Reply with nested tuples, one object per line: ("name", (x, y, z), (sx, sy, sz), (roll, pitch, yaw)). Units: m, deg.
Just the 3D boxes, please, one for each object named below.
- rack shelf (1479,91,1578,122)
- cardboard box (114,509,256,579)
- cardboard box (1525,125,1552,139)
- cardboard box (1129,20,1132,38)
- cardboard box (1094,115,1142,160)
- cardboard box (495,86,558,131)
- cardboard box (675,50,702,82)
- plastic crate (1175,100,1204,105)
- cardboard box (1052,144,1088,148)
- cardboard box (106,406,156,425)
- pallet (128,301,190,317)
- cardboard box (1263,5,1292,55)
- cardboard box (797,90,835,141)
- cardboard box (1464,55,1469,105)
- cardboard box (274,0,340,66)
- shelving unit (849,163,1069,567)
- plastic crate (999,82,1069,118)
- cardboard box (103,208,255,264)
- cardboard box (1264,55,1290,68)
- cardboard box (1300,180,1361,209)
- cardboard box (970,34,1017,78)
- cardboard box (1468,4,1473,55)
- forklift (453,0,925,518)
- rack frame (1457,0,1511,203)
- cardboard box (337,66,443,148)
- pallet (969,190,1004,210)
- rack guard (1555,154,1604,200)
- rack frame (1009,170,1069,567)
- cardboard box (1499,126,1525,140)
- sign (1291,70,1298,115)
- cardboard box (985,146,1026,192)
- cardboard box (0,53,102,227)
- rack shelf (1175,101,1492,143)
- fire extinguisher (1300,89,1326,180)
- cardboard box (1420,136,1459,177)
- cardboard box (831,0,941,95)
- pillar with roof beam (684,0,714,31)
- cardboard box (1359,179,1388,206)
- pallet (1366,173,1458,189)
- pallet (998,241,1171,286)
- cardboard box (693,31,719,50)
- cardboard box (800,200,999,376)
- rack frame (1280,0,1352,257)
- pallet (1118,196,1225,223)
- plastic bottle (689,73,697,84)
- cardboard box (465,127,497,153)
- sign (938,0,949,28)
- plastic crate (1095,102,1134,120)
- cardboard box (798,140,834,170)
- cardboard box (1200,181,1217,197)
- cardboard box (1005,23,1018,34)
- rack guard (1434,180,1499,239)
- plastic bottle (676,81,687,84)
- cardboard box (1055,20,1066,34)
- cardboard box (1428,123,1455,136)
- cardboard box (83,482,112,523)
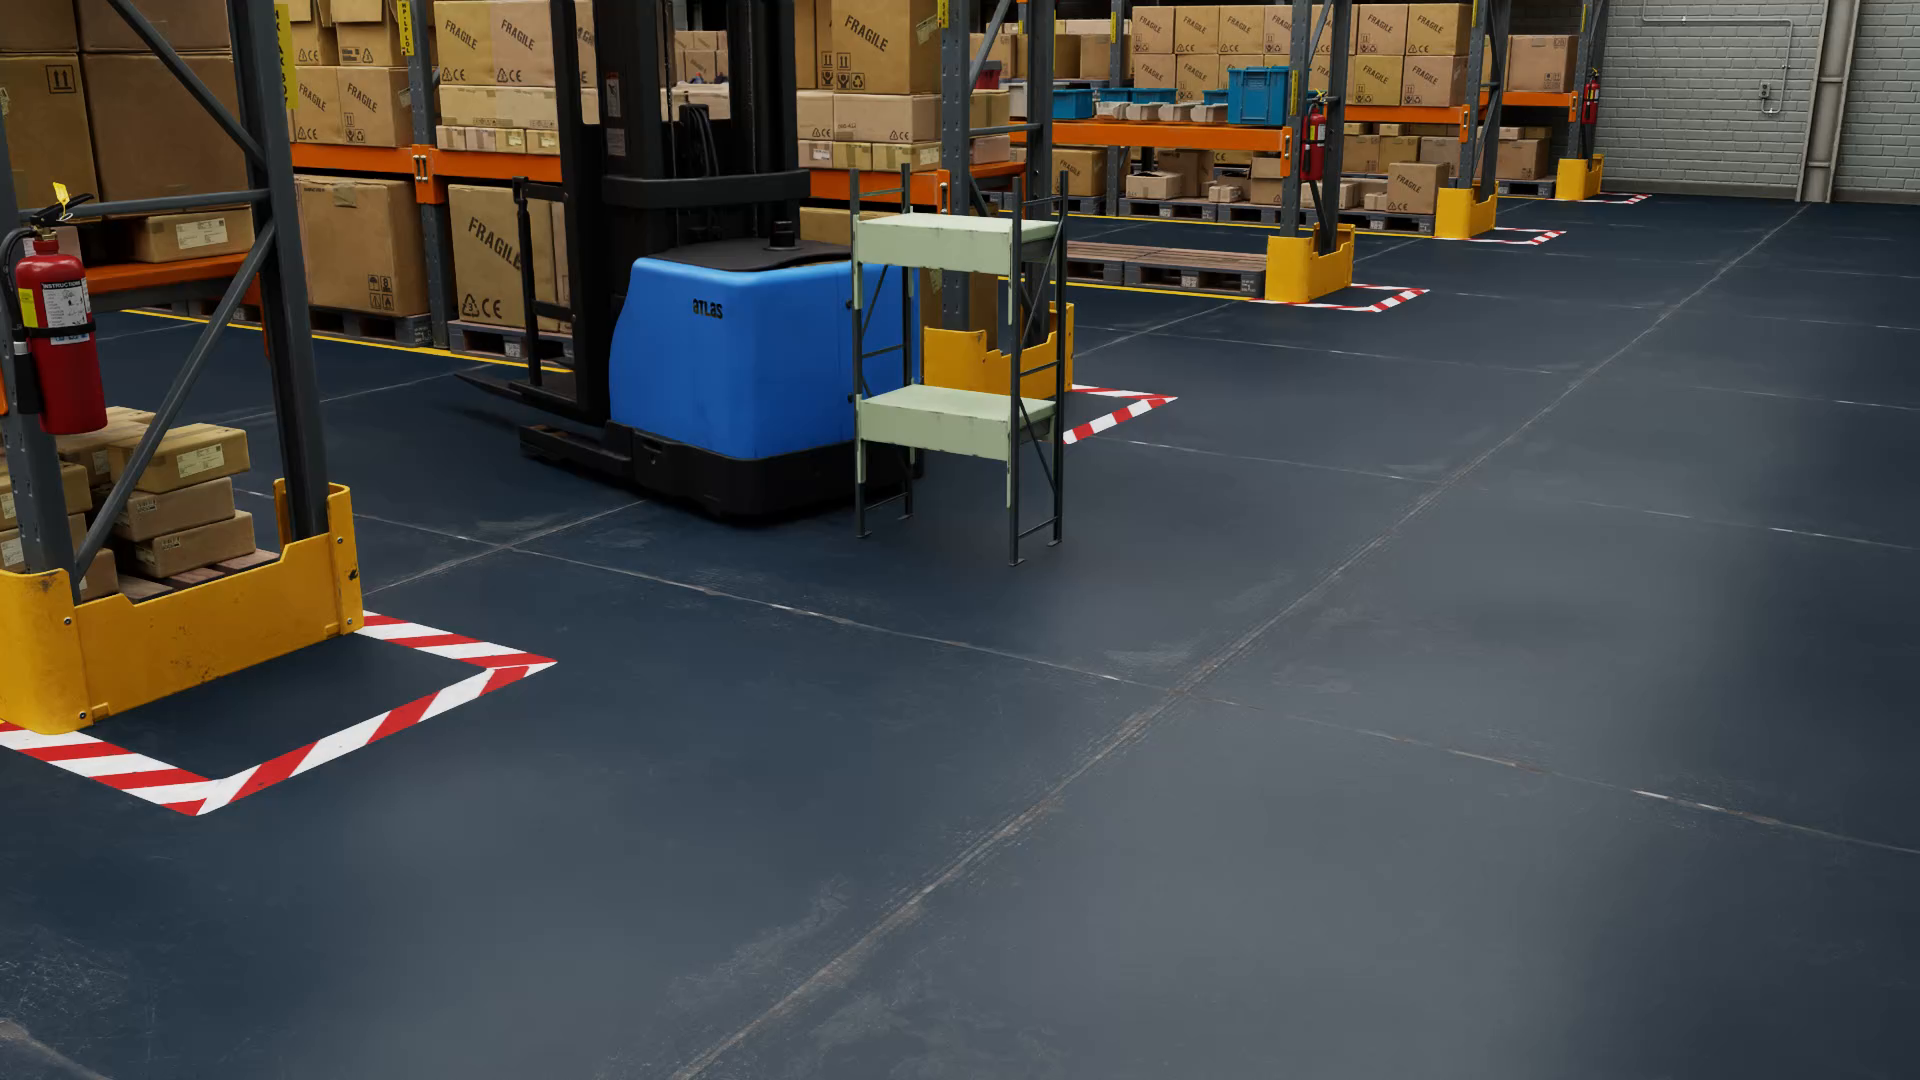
("rack shelf", (6.286, -5.858, 22.242), (4.000, 0.370, 1.077), (10, 20, 30))
("cardboard box", (-2.748, 0.000, 5.904), (0.250, 0.149, 0.380), (11, 20, 31))
("cardboard box", (7.552, -5.325, 21.714), (0.250, 0.149, 0.380), (10, 20, 30))
("cardboard box", (2.750, -7.308, 23.769), (0.500, 0.250, 0.500), (10, 19, 29))
("cardboard box", (2.474, -6.008, 24.475), (0.750, 0.750, 0.750), (10, 20, 30))
("cardboard box", (-2.511, -2.683, 10.300), (0.500, 0.250, 0.500), (10, 20, 30))
("cardboard box", (-3.730, -6.342, 22.428), (0.500, 0.500, 0.500), (12, 21, 34))
("plastic crate", (1.959, -3.638, 14.048), (0.298, 0.136, 0.250), (10, 20, 30))
("cardboard box", (1.247, -4.506, 20.097), (0.500, 0.500, 0.500), (10, 20, 31))
("cardboard box", (-3.183, -0.372, 6.104), (0.250, 0.149, 0.380), (10, 20, 30))
("pallet", (-5.971, -1.961, 12.975), (1.213, 0.211, 1.003), (10, 20, 30))
("cardboard box", (3.565, -5.429, 17.700), (0.500, 0.500, 0.500), (11, 20, 32))
("cardboard box", (-0.771, -2.373, 9.280), (0.500, 0.250, 0.500), (10, 19, 29))
("cardboard box", (5.161, -4.851, 17.518), (0.500, 0.500, 0.500), (11, 20, 31))
("cardboard box", (-4.323, -3.556, 11.529), (0.637, 0.503, 0.797), (10, 20, 31))
("shelving unit", (-0.006, -0.719, 6.667), (0.755, 1.500, 0.431), (10, 20, 30))
("plastic crate", (0.602, -3.747, 14.155), (0.530, 0.282, 0.437), (10, 20, 30))
("cardboard box", (-2.573, -1.015, 5.493), (0.250, 0.149, 0.380), (10, 20, 30))
("cardboard box", (3.581, -4.951, 17.847), (0.500, 0.500, 0.500), (10, 19, 29))
("cardboard box", (4.015, -3.739, 18.003), (0.500, 0.250, 0.500), (10, 20, 30))
("cardboard box", (0.454, -5.781, 19.857), (0.500, 0.500, 0.700), (5, 18, 16))
("cardboard box", (5.161, -5.329, 17.373), (0.500, 0.500, 0.500), (11, 20, 32))
("forklift", (-1.526, -1.852, 7.935), (1.130, 2.935, 3.031), (-15, 22, -40))
("rack frame", (5.401, -4.670, 17.095), (0.127, 3.000, 1.000), (10, 20, 30))
("cardboard box", (-3.737, -2.877, 11.020), (0.500, 0.500, 0.500), (10, 20, 30))
("pallet", (0.236, -4.244, 20.490), (1.213, 0.211, 1.003), (10, 20, 30))
("rack guard", (8.010, -4.698, 21.487), (0.348, 0.500, 1.175), (10, 20, 30))
("rack frame", (0.306, -0.663, 6.483), (0.023, 1.500, 0.400), (10, 20, 30))
("cardboard box", (7.136, -5.269, 21.529), (0.250, 0.149, 0.380), (10, 19, 29))
("sign", (2.531, -3.383, 12.578), (0.005, 0.325, 0.100), (10, 20, 30))
("cardboard box", (0.578, -4.451, 19.917), (0.500, 0.500, 0.500), (10, 20, 31))
("cardboard box", (-2.986, -1.199, 4.984), (0.500, 0.500, 0.500), (11, 20, 31))
("rack shelf", (3.696, -4.630, 18.201), (4.000, 0.370, 1.077), (10, 20, 30))
("fire extinguisher", (2.696, -3.093, 12.678), (0.183, 0.674, 0.296), (10, 20, 30))
("cardboard box", (6.486, -5.137, 22.209), (0.500, 0.500, 0.700), (9, 19, 28))
("cardboard box", (-0.340, -2.656, 8.920), (0.500, 0.500, 0.500), (10, 20, 31))
("pillar with roof beam", (-6.848, -10.244, 25.121), (0.400, 9.000, 9.100), (10, 20, 30))
("cardboard box", (4.660, -3.794, 18.185), (0.500, 0.250, 0.500), (10, 20, 30))
("pallet", (6.232, -4.852, 22.490), (1.213, 0.211, 1.003), (10, 20, 30))
("pallet", (1.087, -2.431, 14.520), (1.213, 0.211, 1.003), (10, 20, 30))
("cardboard box", (-4.095, -8.248, 27.806), (0.500, 0.500, 0.500), (11, 20, 32))
("cardboard box", (-0.374, -1.479, 9.523), (0.875, 0.875, 0.875), (10, 20, 30))
("rack frame", (2.805, -3.444, 13.059), (0.127, 3.000, 1.000), (10, 20, 30))
("pallet", (2.577, -3.840, 19.159), (1.213, 0.211, 1.003), (10, 20, 30))
("plastic bottle", (-2.531, -4.313, 16.005), (0.185, 0.351, 0.144), (10, 20, 30))
("cardboard box", (-2.894, -2.538, 10.509), (0.250, 0.149, 0.380), (9, 19, 28))
("sign", (-0.083, -2.753, 8.382), (0.005, 0.325, 0.100), (10, 20, 30))
("plastic crate", (1.264, -3.550, 13.759), (0.250, 0.136, 0.298), (10, 20, 30))
("cardboard box", (-0.699, -2.148, 9.223), (0.250, 0.149, 0.380), (10, 20, 30))
("cardboard box", (2.977, -4.067, 19.256), (0.250, 0.149, 0.380), (10, 20, 30))
("cardboard box", (0.863, -7.728, 25.118), (0.250, 0.149, 0.380), (7, 18, 23))
("rack guard", (5.336, -3.486, 17.497), (0.348, 0.500, 1.175), (10, 20, 30))
("plastic bottle", (-2.630, -4.245, 15.908), (0.135, 0.276, 0.152), (10, 20, 30))
("cardboard box", (1.449, -7.536, 24.521), (0.500, 0.250, 0.500), (11, 20, 31))
("cardboard box", (6.471, -5.518, 22.347), (0.250, 0.149, 0.380), (10, 20, 31))
("cardboard box", (-2.985, -0.182, 5.992), (0.250, 0.149, 0.380), (10, 20, 30))
